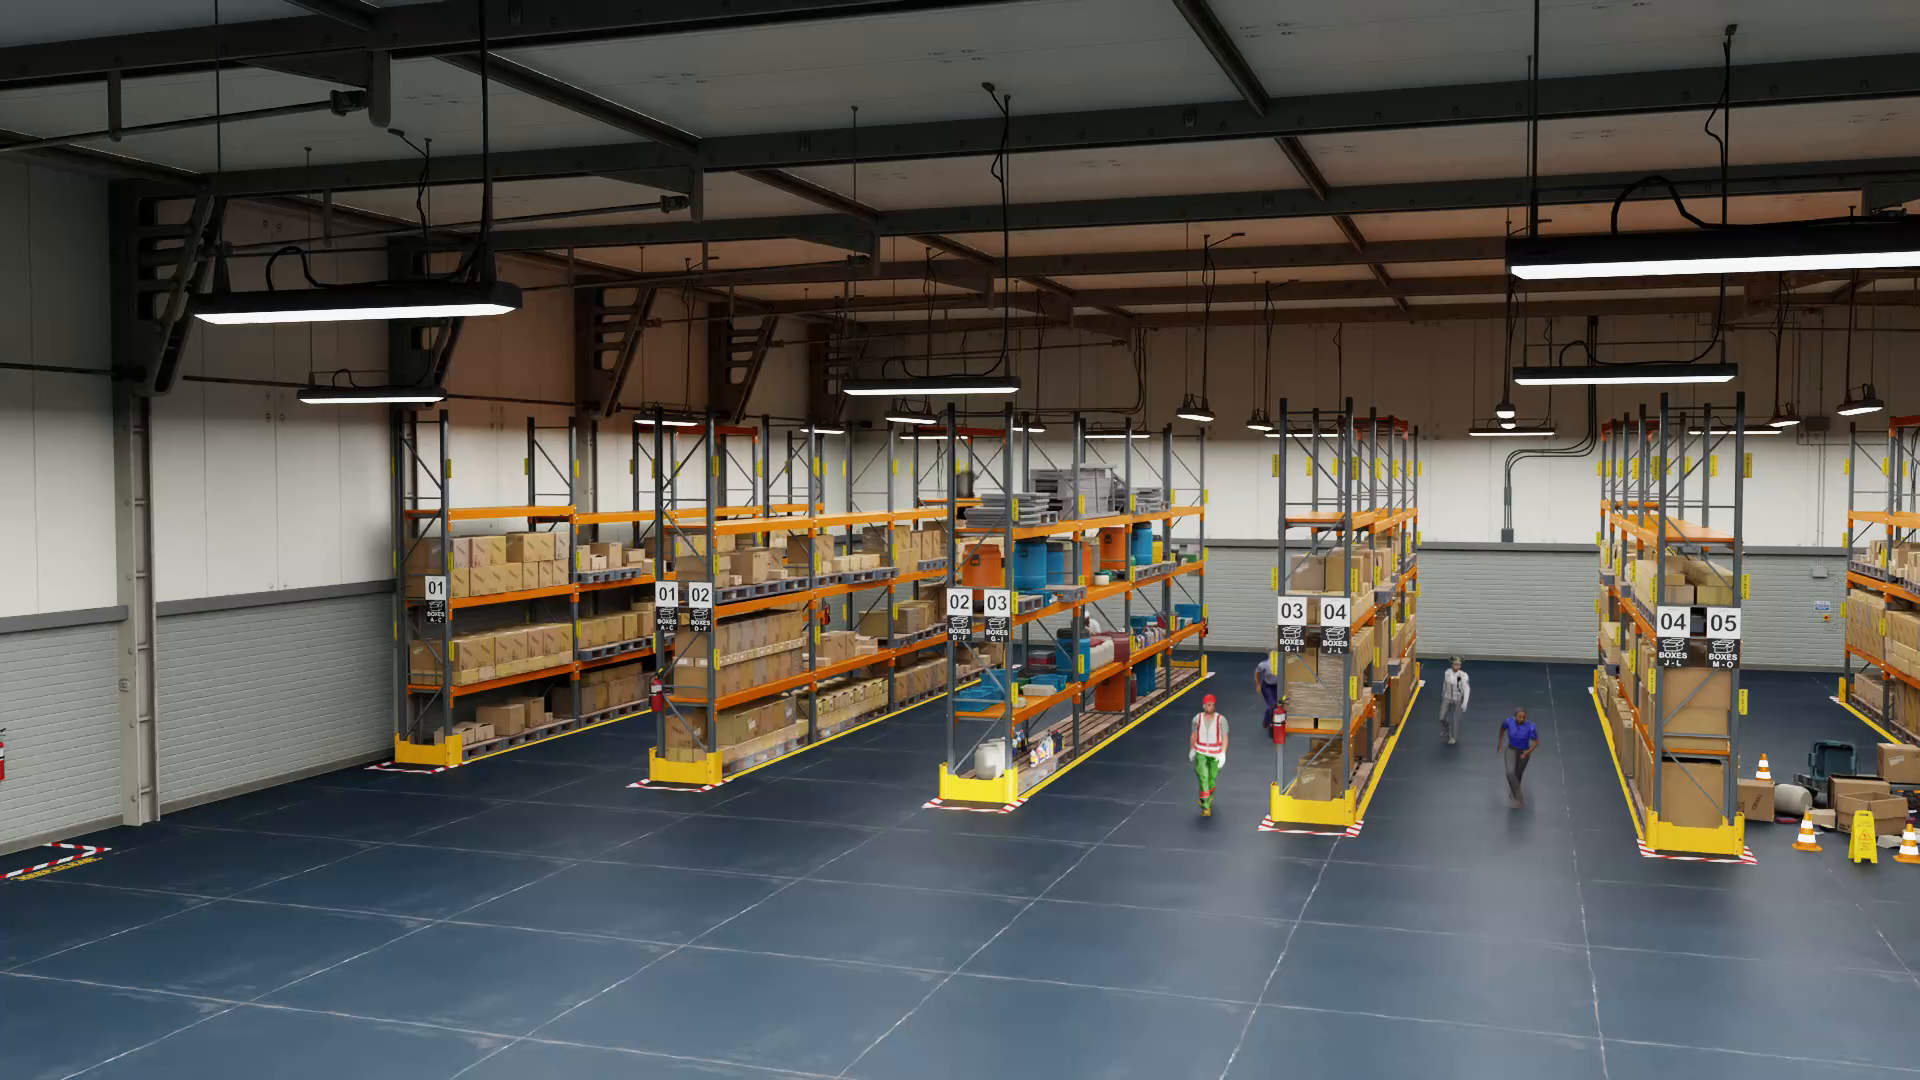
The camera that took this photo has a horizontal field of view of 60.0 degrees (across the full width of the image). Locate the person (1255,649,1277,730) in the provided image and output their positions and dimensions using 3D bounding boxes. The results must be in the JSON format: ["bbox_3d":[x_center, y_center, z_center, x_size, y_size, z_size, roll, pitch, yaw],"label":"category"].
[{"bbox_3d":[6.038,2.884,31.950,0.650,1.621,0.774,-1,3,-22],"label":"person"}]

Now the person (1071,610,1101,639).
[{"bbox_3d":[3.014,2.499,39.834,0.746,1.690,1.000,0,2,10],"label":"person"}]

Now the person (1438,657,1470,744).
[{"bbox_3d":[8.955,2.907,30.152,0.634,1.626,0.549,2,3,33],"label":"person"}]

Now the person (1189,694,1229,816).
[{"bbox_3d":[3.604,3.094,24.109,0.569,1.733,1.003,0,2,9],"label":"person"}]

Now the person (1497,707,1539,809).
[{"bbox_3d":[8.319,3.178,24.787,0.596,1.504,1.000,1,3,20],"label":"person"}]
